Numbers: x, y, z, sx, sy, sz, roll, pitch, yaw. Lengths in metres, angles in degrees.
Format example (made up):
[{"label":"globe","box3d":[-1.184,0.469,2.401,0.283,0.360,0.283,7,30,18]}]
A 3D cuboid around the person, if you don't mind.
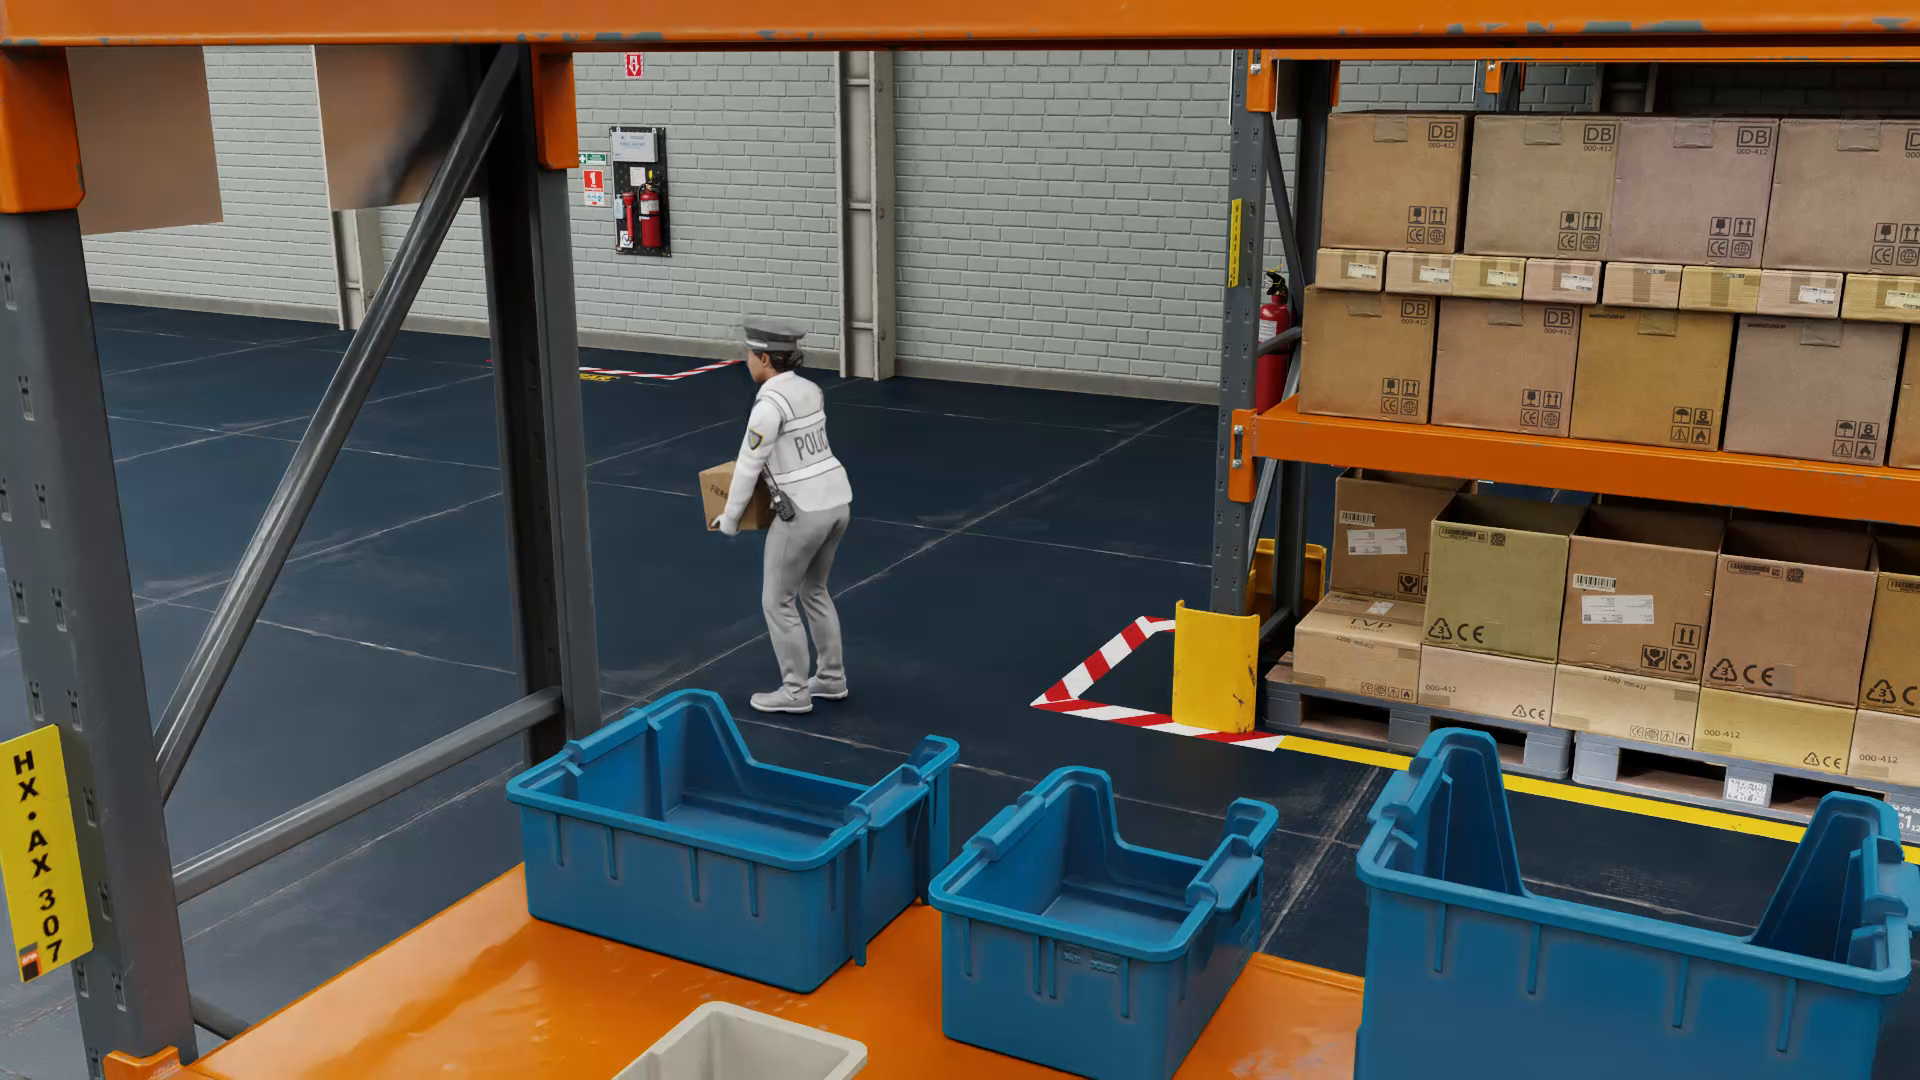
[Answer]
[{"label":"person","box3d":[-0.730,-0.092,6.897,0.549,1.648,0.415,7,18,25]}]
